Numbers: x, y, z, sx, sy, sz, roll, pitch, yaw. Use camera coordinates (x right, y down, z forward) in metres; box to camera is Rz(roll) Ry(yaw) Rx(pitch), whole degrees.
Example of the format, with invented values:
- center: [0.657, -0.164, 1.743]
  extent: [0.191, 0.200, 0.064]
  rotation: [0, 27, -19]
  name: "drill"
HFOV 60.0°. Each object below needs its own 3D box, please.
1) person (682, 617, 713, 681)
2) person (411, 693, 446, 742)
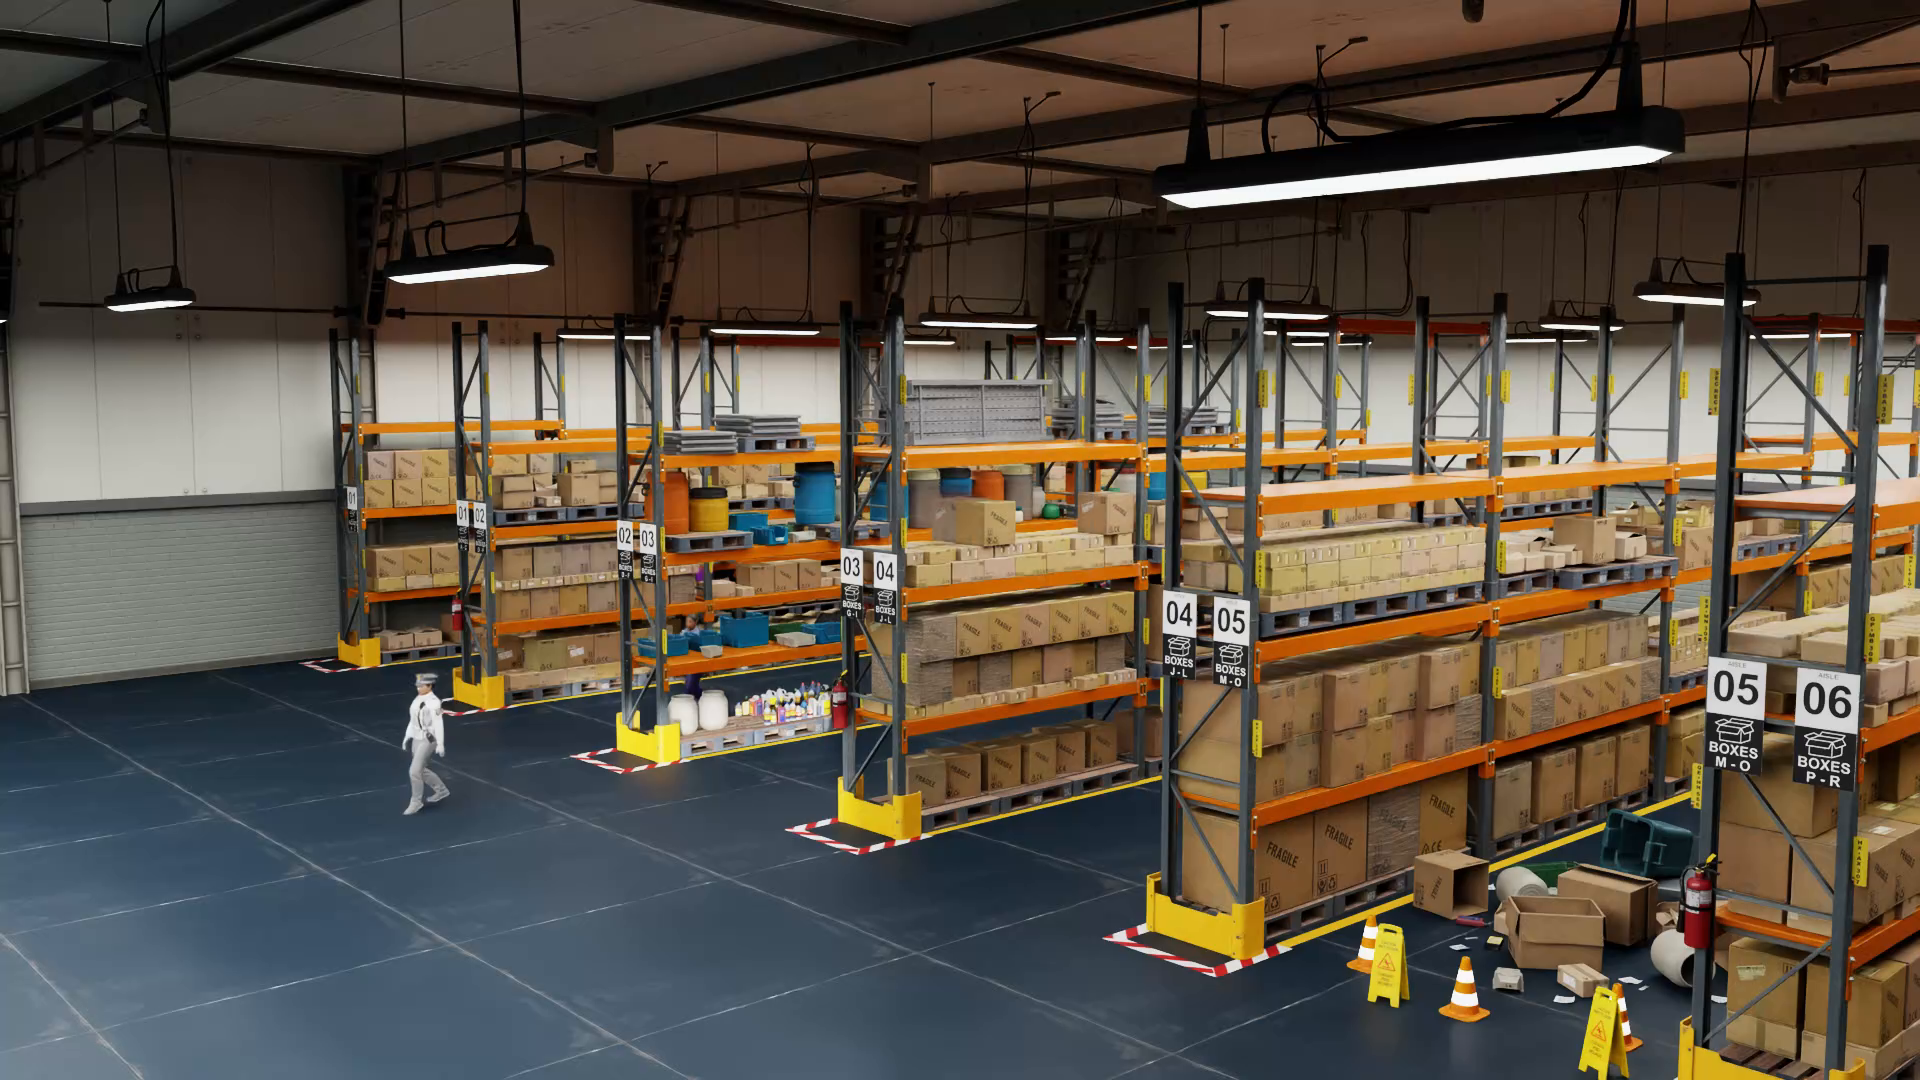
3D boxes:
- center: [-4.018, 1.658, 25.030]
  extent: [0.440, 0.972, 0.448]
  rotation: [2, 6, 22]
  name: "person"
- center: [-6.346, 2.101, 19.774]
  extent: [0.417, 0.576, 0.303]
  rotation: [3, 7, 30]
  name: "person"
